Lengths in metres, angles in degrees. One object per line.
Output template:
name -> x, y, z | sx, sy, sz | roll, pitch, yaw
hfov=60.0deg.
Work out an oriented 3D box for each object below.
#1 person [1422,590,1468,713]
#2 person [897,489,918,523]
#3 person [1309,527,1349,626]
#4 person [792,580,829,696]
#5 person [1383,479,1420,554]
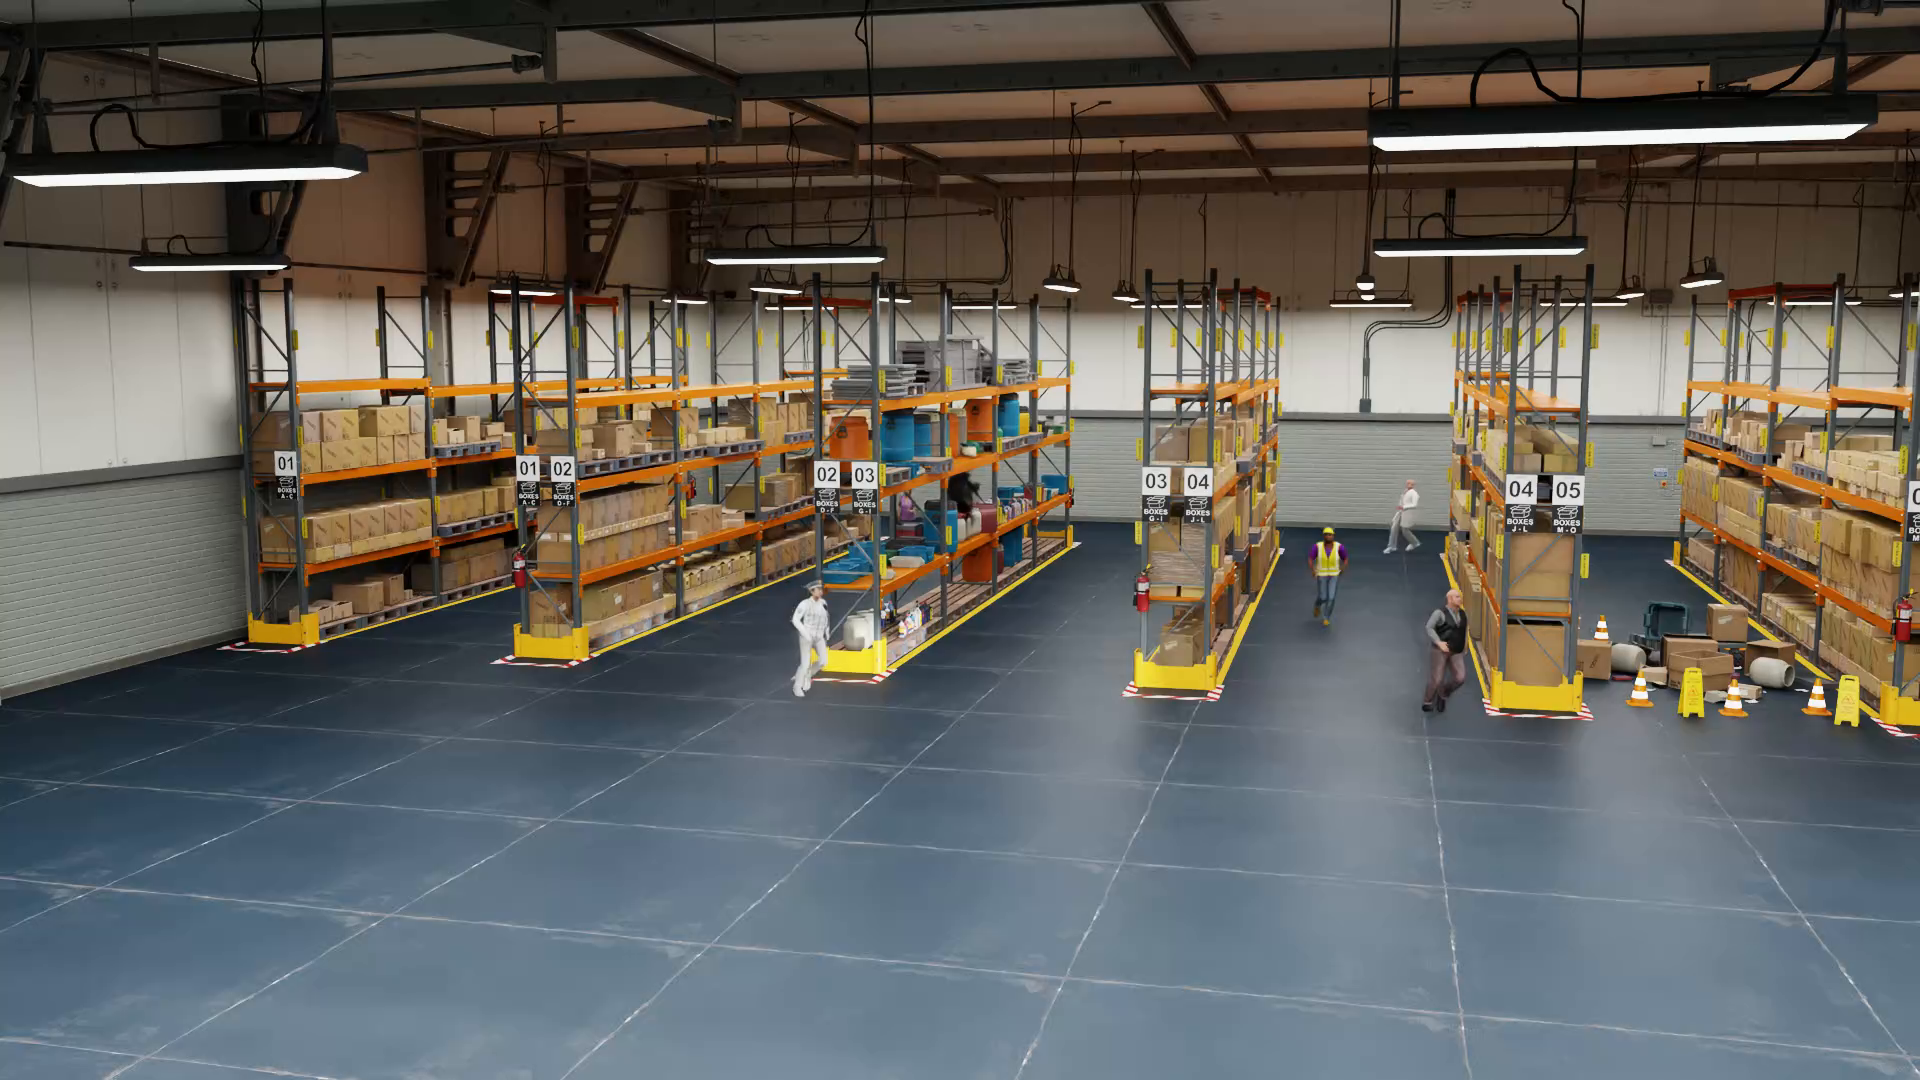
person -> 6.584, 1.503, 22.307 | 0.714, 1.670, 0.575 | -2, 7, -13
person -> -1.226, -0.462, 38.954 | 0.542, 1.574, 0.817 | 1, 7, 6
person -> 6.514, 0.634, 29.387 | 0.691, 1.734, 0.632 | 1, 7, 9
person -> -2.055, 1.382, 23.569 | 0.675, 1.646, 0.512 | -5, 8, -36
person -> 10.452, -0.552, 38.998 | 0.981, 1.767, 0.728 | -2, 7, -19
